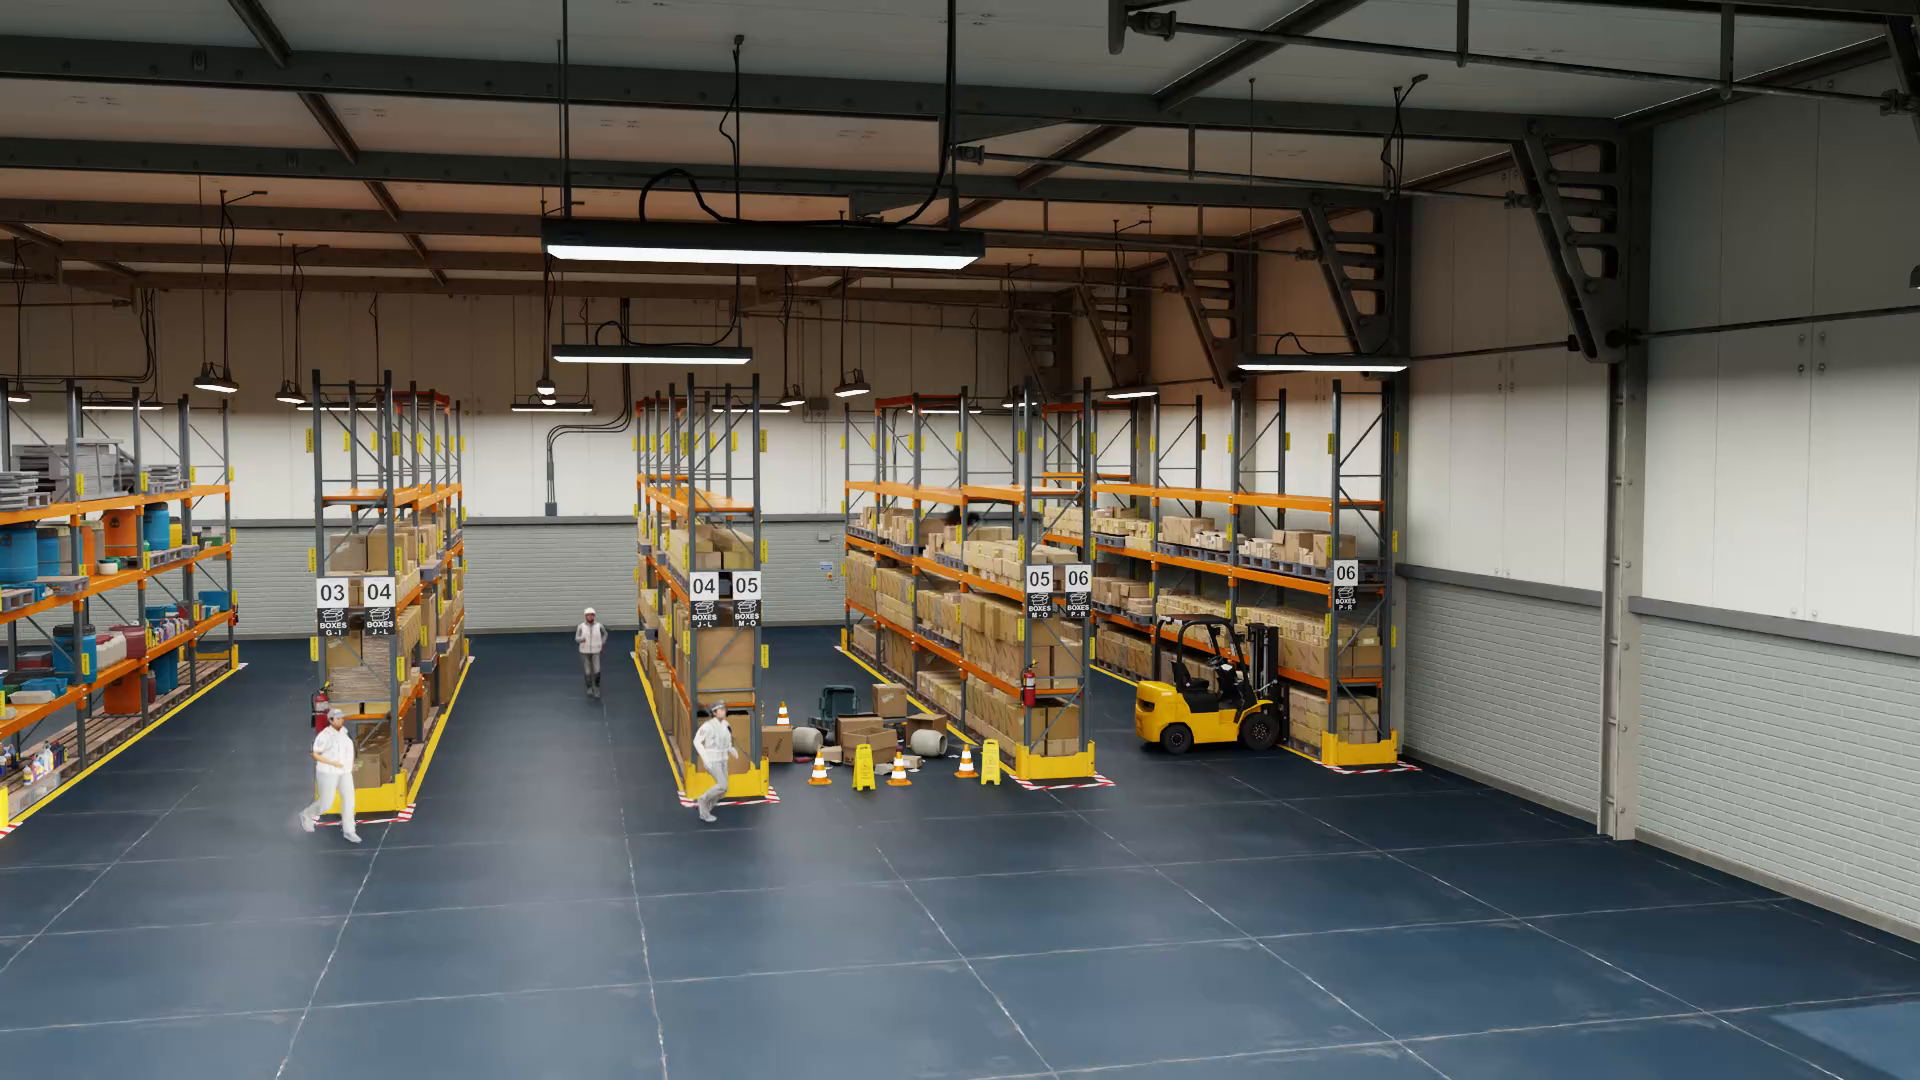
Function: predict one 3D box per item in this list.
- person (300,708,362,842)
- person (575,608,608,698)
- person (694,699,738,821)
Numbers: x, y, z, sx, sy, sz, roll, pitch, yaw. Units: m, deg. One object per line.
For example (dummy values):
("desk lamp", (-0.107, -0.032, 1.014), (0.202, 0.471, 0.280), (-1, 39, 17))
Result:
("person", (-7.917, 2.961, 21.059), (0.917, 1.669, 0.637), (2, 4, 25))
("person", (-7.265, 2.235, 32.788), (0.640, 1.789, 0.669), (-1, 3, -12))
("person", (-3.204, 2.914, 22.021), (0.568, 1.617, 0.575), (2, 4, 33))
